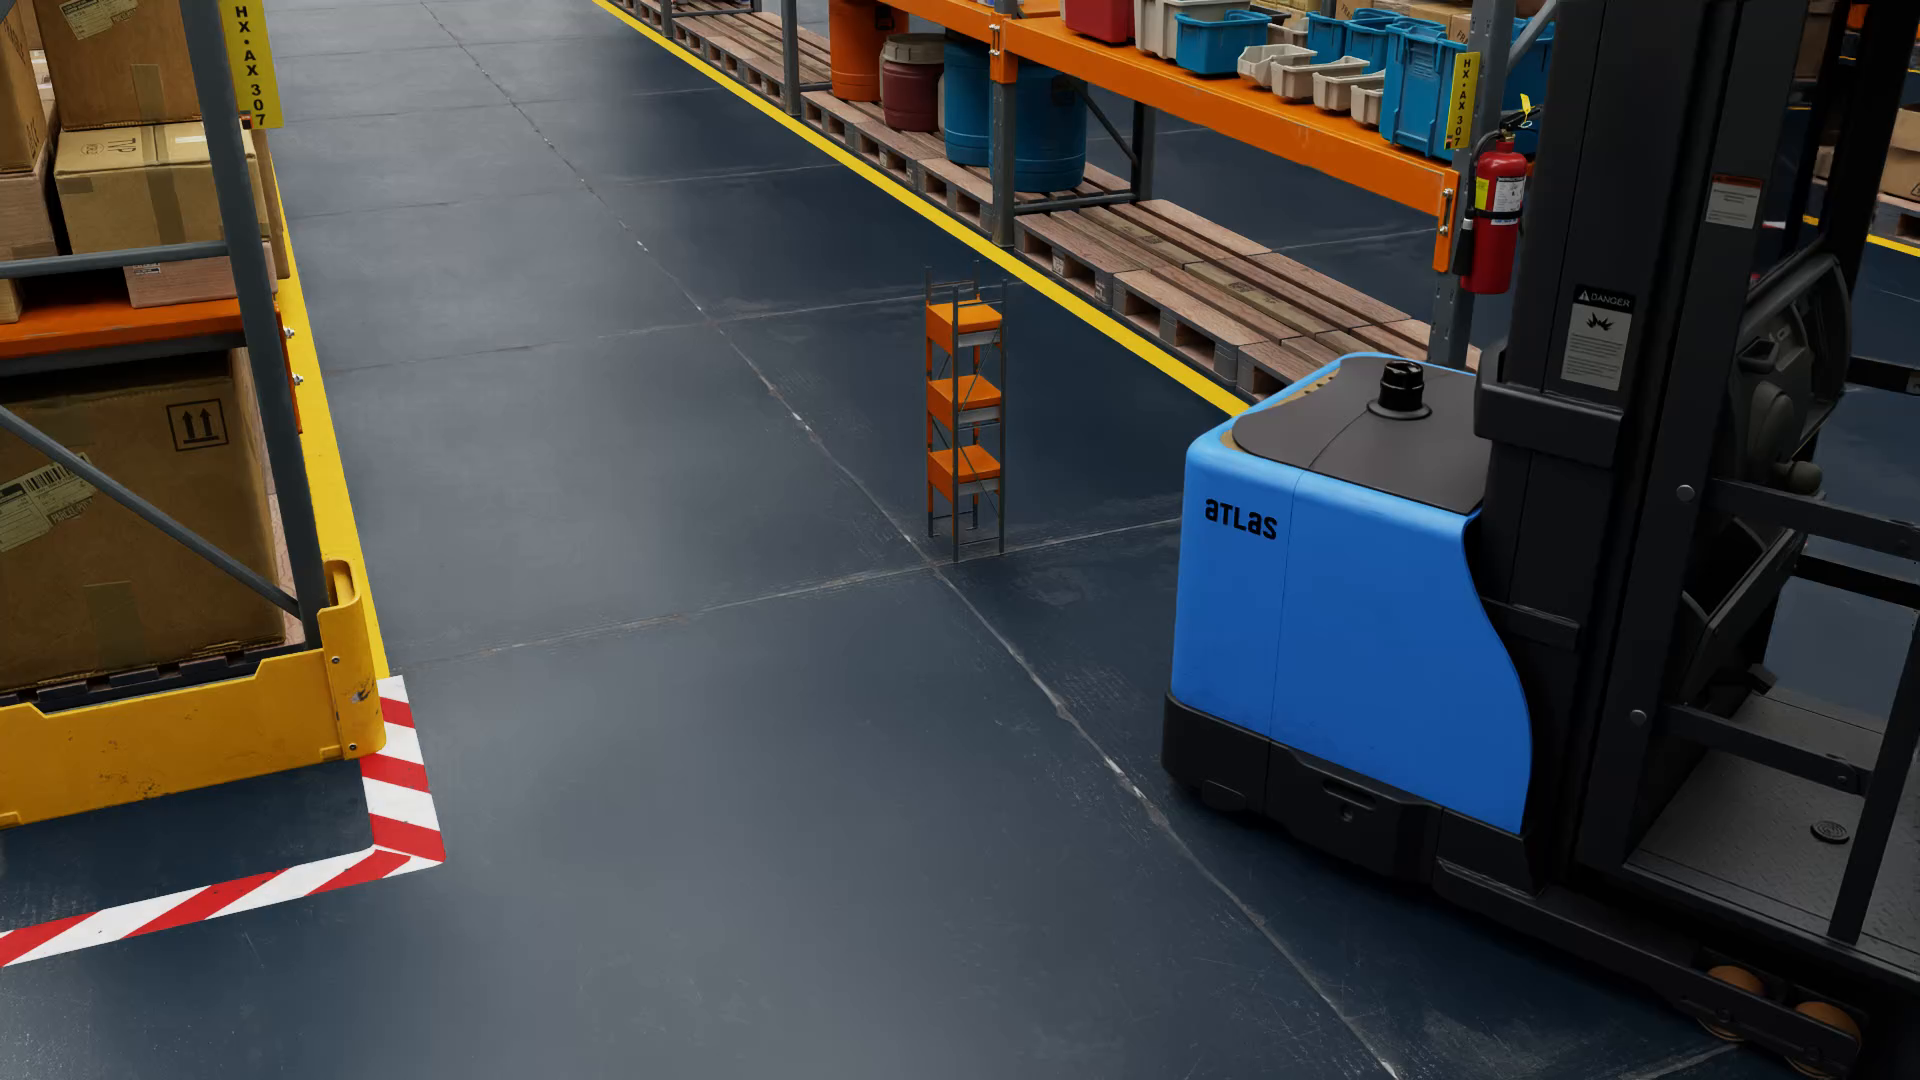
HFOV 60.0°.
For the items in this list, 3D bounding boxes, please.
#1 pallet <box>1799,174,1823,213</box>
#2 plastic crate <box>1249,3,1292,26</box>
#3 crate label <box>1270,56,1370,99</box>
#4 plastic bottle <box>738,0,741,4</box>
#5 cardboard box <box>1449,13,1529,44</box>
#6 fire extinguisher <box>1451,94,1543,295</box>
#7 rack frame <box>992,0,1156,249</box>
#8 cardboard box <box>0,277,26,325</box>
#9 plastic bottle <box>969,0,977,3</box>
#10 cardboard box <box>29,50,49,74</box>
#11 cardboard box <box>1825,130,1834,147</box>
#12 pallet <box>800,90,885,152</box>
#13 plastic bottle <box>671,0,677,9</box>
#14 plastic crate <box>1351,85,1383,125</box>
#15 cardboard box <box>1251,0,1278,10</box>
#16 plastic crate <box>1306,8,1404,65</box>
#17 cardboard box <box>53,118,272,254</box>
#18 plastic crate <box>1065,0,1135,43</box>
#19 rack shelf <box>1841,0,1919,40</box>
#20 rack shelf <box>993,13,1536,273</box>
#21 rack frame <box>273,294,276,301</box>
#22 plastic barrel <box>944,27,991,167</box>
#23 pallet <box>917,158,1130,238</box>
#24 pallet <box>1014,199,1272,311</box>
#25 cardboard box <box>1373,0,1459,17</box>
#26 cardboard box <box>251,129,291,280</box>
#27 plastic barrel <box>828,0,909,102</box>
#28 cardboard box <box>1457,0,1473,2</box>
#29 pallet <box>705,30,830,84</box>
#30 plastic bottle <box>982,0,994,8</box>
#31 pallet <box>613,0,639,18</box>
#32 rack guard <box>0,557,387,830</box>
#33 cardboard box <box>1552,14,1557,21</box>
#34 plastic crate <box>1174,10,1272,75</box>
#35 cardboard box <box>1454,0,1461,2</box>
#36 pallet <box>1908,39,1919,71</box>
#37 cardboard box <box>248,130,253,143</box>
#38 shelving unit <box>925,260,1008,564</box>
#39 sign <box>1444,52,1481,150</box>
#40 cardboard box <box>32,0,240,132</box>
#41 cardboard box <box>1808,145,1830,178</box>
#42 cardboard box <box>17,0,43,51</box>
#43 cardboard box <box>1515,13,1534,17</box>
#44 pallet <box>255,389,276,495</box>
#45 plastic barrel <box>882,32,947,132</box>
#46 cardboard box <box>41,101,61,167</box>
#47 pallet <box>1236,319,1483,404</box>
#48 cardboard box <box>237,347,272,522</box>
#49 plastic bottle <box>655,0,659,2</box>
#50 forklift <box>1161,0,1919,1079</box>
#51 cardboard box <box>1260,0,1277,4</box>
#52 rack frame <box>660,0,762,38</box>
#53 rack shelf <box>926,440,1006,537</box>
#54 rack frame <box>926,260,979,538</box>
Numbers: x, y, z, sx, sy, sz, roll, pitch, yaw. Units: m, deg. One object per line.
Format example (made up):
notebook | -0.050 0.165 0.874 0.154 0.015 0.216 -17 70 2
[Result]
pallet | 5.500 -2.481 11.090 1.003 0.211 1.213 -11 28 -21
plastic crate | 1.358 -2.659 8.523 0.437 0.125 0.590 -11 28 -21
crate label | 1.521 -1.981 7.121 0.396 0.136 0.243 -11 28 -21
plastic bottle | -2.222 -5.577 16.941 0.097 0.201 0.097 0 26 0
cardboard box | 4.192 -3.844 13.052 0.500 0.500 0.500 -12 28 -22
fire extinguisher | 1.880 -1.206 5.814 0.296 0.674 0.183 -11 28 -21
rack frame | 0.673 -3.162 9.307 1.000 3.000 0.127 -11 28 -21
cardboard box | -2.761 -0.670 4.490 0.380 0.149 0.250 -10 28 -20
plastic bottle | 0.088 -3.298 9.720 0.061 0.283 0.133 -11 28 -21
cardboard box | -3.358 -1.532 5.801 0.500 0.250 0.500 -11 28 -21
cardboard box | 5.918 -2.606 10.916 0.380 0.149 0.250 -11 28 -21
pallet | -0.547 -3.212 12.589 1.003 0.211 1.213 -11 28 -21
plastic bottle | -2.889 -5.424 16.629 0.097 0.201 0.097 0 26 0
plastic crate | 1.753 -1.753 6.655 0.396 0.136 0.243 -11 28 -21
cardboard box | 3.030 -4.957 15.639 0.500 0.250 0.500 -11 28 -21
plastic crate | 1.812 -2.308 7.680 0.416 0.233 0.300 -11 28 -21
cardboard box | -2.258 -1.002 4.716 0.500 0.250 0.500 -11 28 -22
plastic crate | 0.791 -2.814 8.453 0.402 0.464 0.583 -11 28 -21
rack shelf | 6.015 -2.881 9.551 1.077 0.370 4.000 -11 28 -21
rack shelf | 1.456 -2.031 7.811 1.077 0.370 4.000 -11 28 -21
rack frame | -3.885 -2.311 7.564 1.000 3.000 0.127 -11 28 -21
plastic barrel | 0.198 -2.916 10.716 0.600 0.901 0.708 -11 28 -21
pallet | 0.409 -2.227 10.571 1.003 0.211 1.213 -11 28 -21
pallet | 0.996 -1.618 9.324 1.003 0.211 1.213 -11 28 -21
cardboard box | 3.791 -4.257 13.898 0.500 0.500 0.500 -12 28 -22
cardboard box | -4.154 -1.800 8.460 1.225 0.875 0.875 -10 28 -20
plastic barrel | -0.687 -3.795 12.600 0.600 0.830 0.708 -11 28 -21
cardboard box | 4.273 -4.678 13.906 0.500 0.250 0.500 -9 28 -19
pallet | -1.636 -4.335 14.887 1.003 0.211 1.213 -11 28 -21
plastic bottle | 0.221 -3.210 9.546 0.152 0.276 0.135 -11 28 -21
pallet | -3.167 -5.910 18.114 1.003 0.211 1.213 -11 28 -21
rack guard | -2.309 0.437 4.785 1.175 0.500 0.348 -11 28 -21
cardboard box | 4.875 -4.064 12.647 0.500 0.250 0.500 -11 28 -20
plastic crate | 1.199 -2.284 7.631 0.416 0.233 0.300 -11 28 -21
cardboard box | 4.248 -4.363 14.115 0.500 0.500 0.500 -9 28 -19
pallet | 8.935 -4.403 15.027 1.003 0.211 1.213 -11 28 -21
cardboard box | -2.661 -1.415 5.560 0.500 0.250 0.500 -12 28 -22
shelving unit | 0.021 -0.450 5.975 0.215 1.050 0.252 -11 28 -21
sign | 1.739 -1.519 5.757 0.100 0.325 0.005 -11 28 -21
cardboard box | -2.454 -1.541 4.965 0.500 0.500 0.500 -11 28 -22
cardboard box | 5.545 -2.382 10.437 0.380 0.166 0.250 -11 28 -21
cardboard box | -3.539 -2.067 6.042 0.500 0.500 0.500 -11 28 -22
cardboard box | 4.661 -3.944 13.256 0.500 0.500 0.500 -12 28 -23
pallet | -3.177 -0.244 6.509 1.003 0.211 1.213 -11 28 -21
plastic barrel | -0.244 -3.231 11.719 0.600 0.588 0.708 -11 28 -21
cardboard box | -2.950 -1.117 4.951 0.500 0.250 0.500 -11 28 -21
pallet | 1.952 -0.633 7.307 1.003 0.211 1.213 -11 28 -21
cardboard box | -2.999 -0.542 5.884 0.875 0.875 0.875 -11 28 -21
plastic bottle | -3.053 -5.687 16.996 0.144 0.351 0.185 -12 29 -23
forklift | 2.040 -0.364 3.655 3.031 2.935 1.130 20 32 34
cardboard box | 3.024 -5.209 15.516 0.500 0.311 0.500 -11 28 -21
rack frame | -2.460 -6.391 15.921 1.000 3.000 0.127 -11 28 -21
rack shelf | 0.021 -0.191 6.102 0.215 0.259 0.240 -11 28 -21
rack frame | -0.027 -0.499 6.076 0.200 1.050 0.008 -11 28 -21
